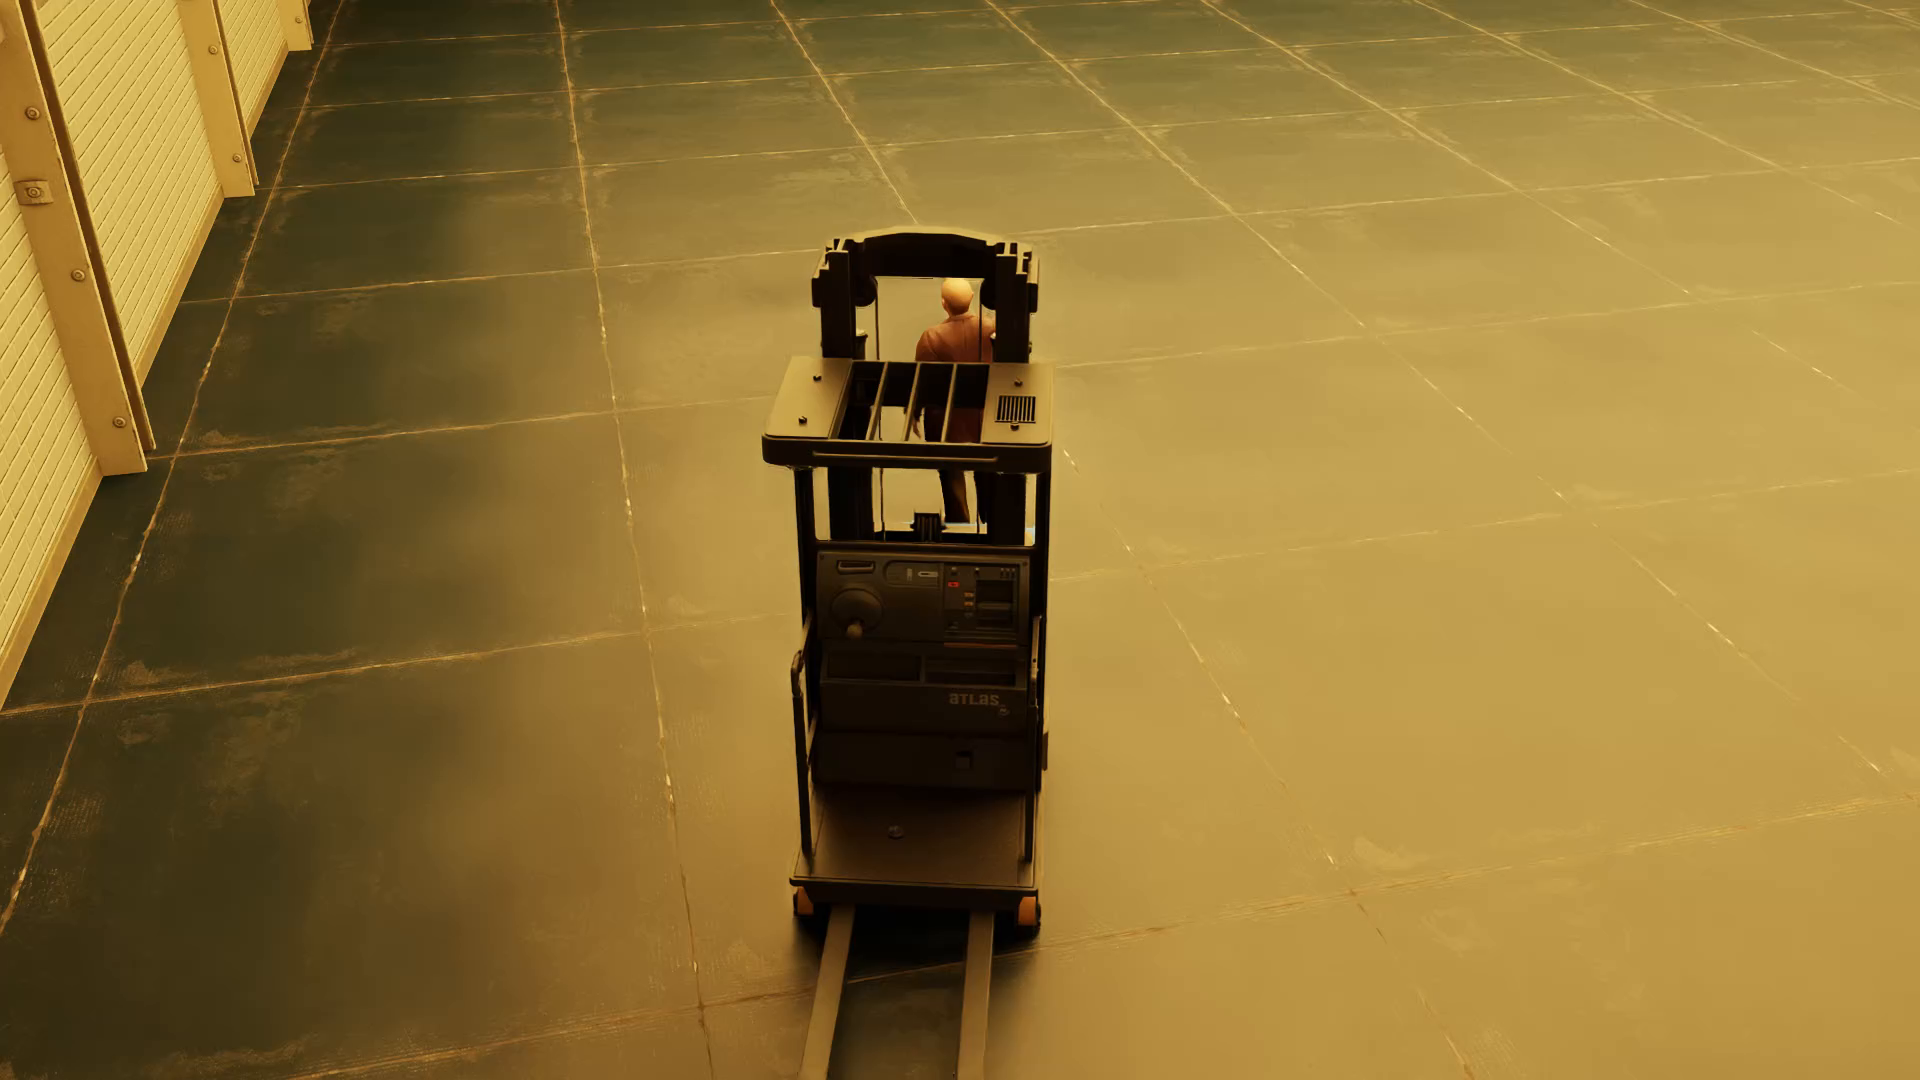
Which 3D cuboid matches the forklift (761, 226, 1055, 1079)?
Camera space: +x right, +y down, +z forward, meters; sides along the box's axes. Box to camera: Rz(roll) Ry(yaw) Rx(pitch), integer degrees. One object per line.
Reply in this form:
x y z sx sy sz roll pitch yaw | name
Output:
-0.173 0.299 7.058 1.130 2.935 3.031 2 30 3 | forklift

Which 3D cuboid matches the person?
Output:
-0.016 -0.820 10.128 0.694 1.776 0.582 -7 31 -12 | person
